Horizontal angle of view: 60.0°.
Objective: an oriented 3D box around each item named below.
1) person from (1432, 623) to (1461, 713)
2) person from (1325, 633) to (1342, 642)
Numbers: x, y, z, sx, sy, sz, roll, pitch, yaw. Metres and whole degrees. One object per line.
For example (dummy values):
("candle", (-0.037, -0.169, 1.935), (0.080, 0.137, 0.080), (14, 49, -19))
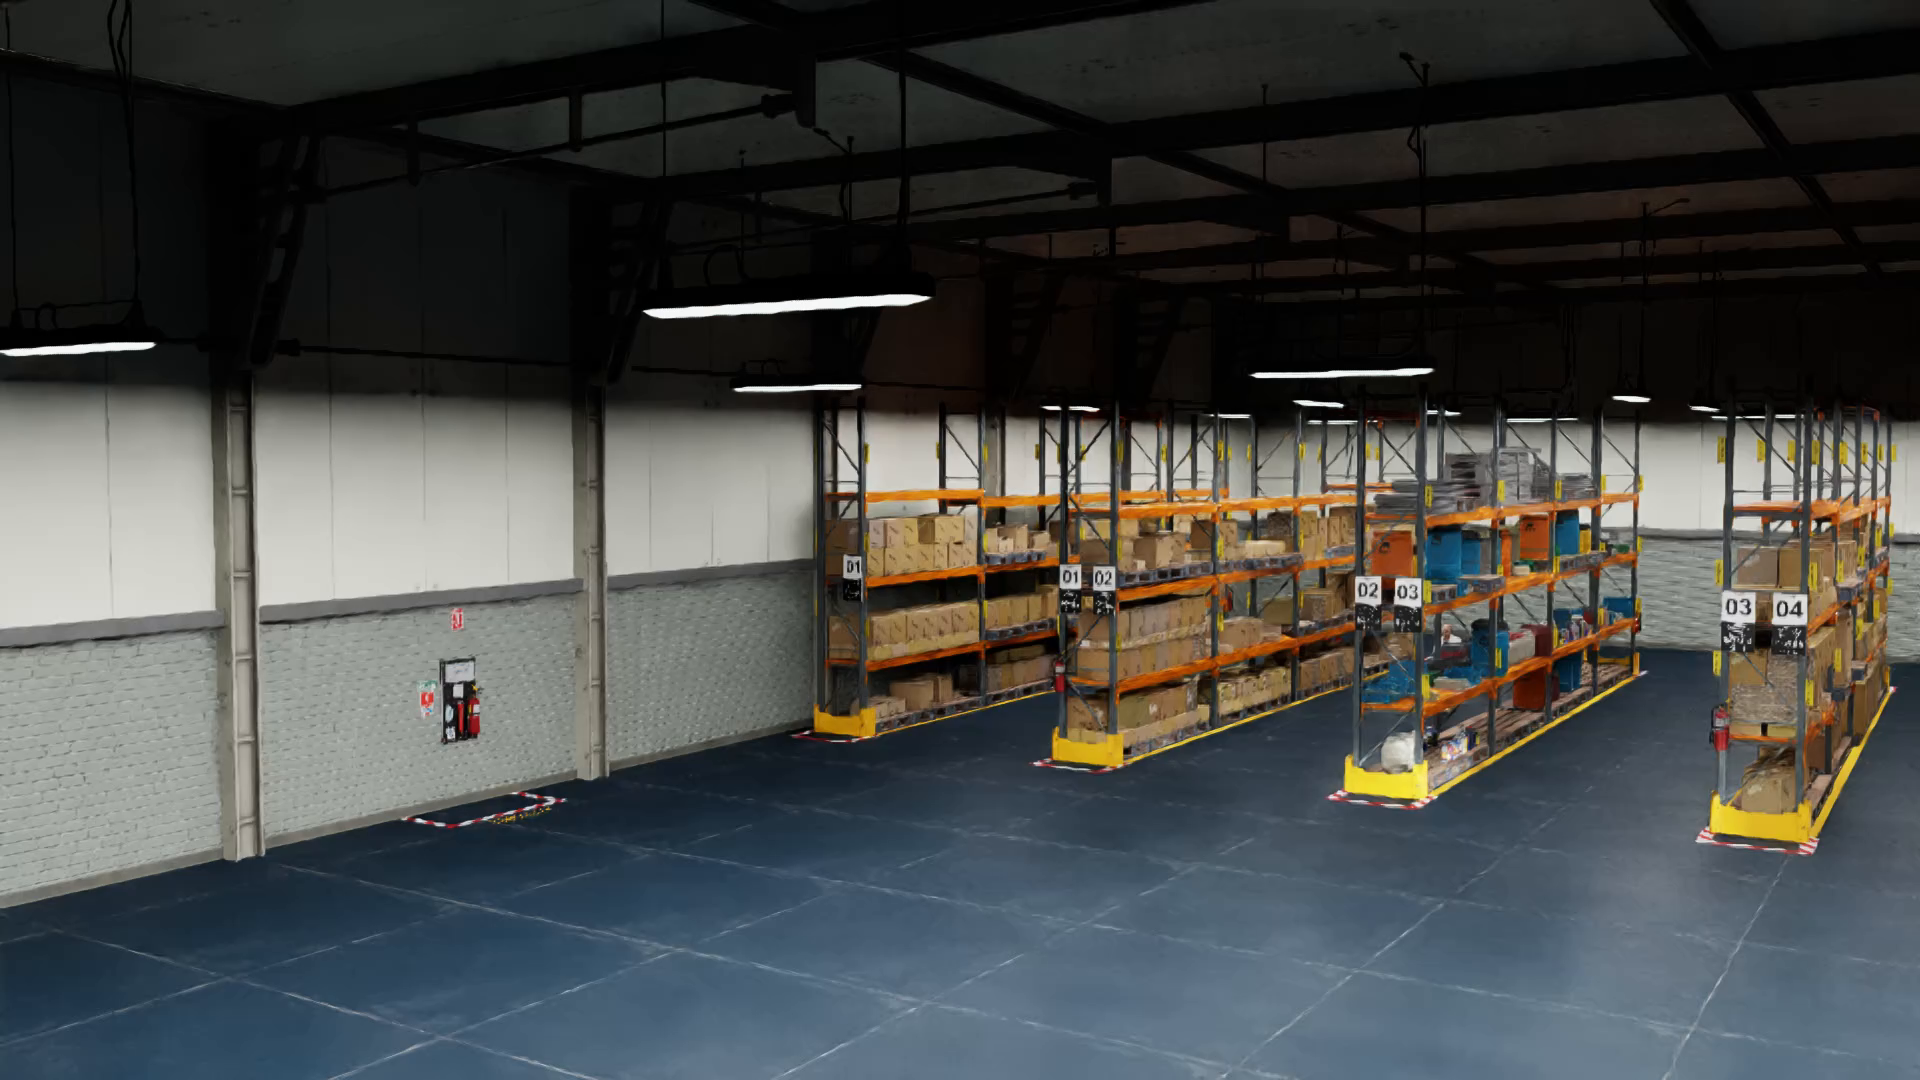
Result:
("person", (9.401, 2.450, 32.084), (0.598, 1.698, 1.194), (2, 4, 35))
("person", (9.458, 1.911, 41.784), (0.503, 1.791, 0.650), (3, 4, 43))
